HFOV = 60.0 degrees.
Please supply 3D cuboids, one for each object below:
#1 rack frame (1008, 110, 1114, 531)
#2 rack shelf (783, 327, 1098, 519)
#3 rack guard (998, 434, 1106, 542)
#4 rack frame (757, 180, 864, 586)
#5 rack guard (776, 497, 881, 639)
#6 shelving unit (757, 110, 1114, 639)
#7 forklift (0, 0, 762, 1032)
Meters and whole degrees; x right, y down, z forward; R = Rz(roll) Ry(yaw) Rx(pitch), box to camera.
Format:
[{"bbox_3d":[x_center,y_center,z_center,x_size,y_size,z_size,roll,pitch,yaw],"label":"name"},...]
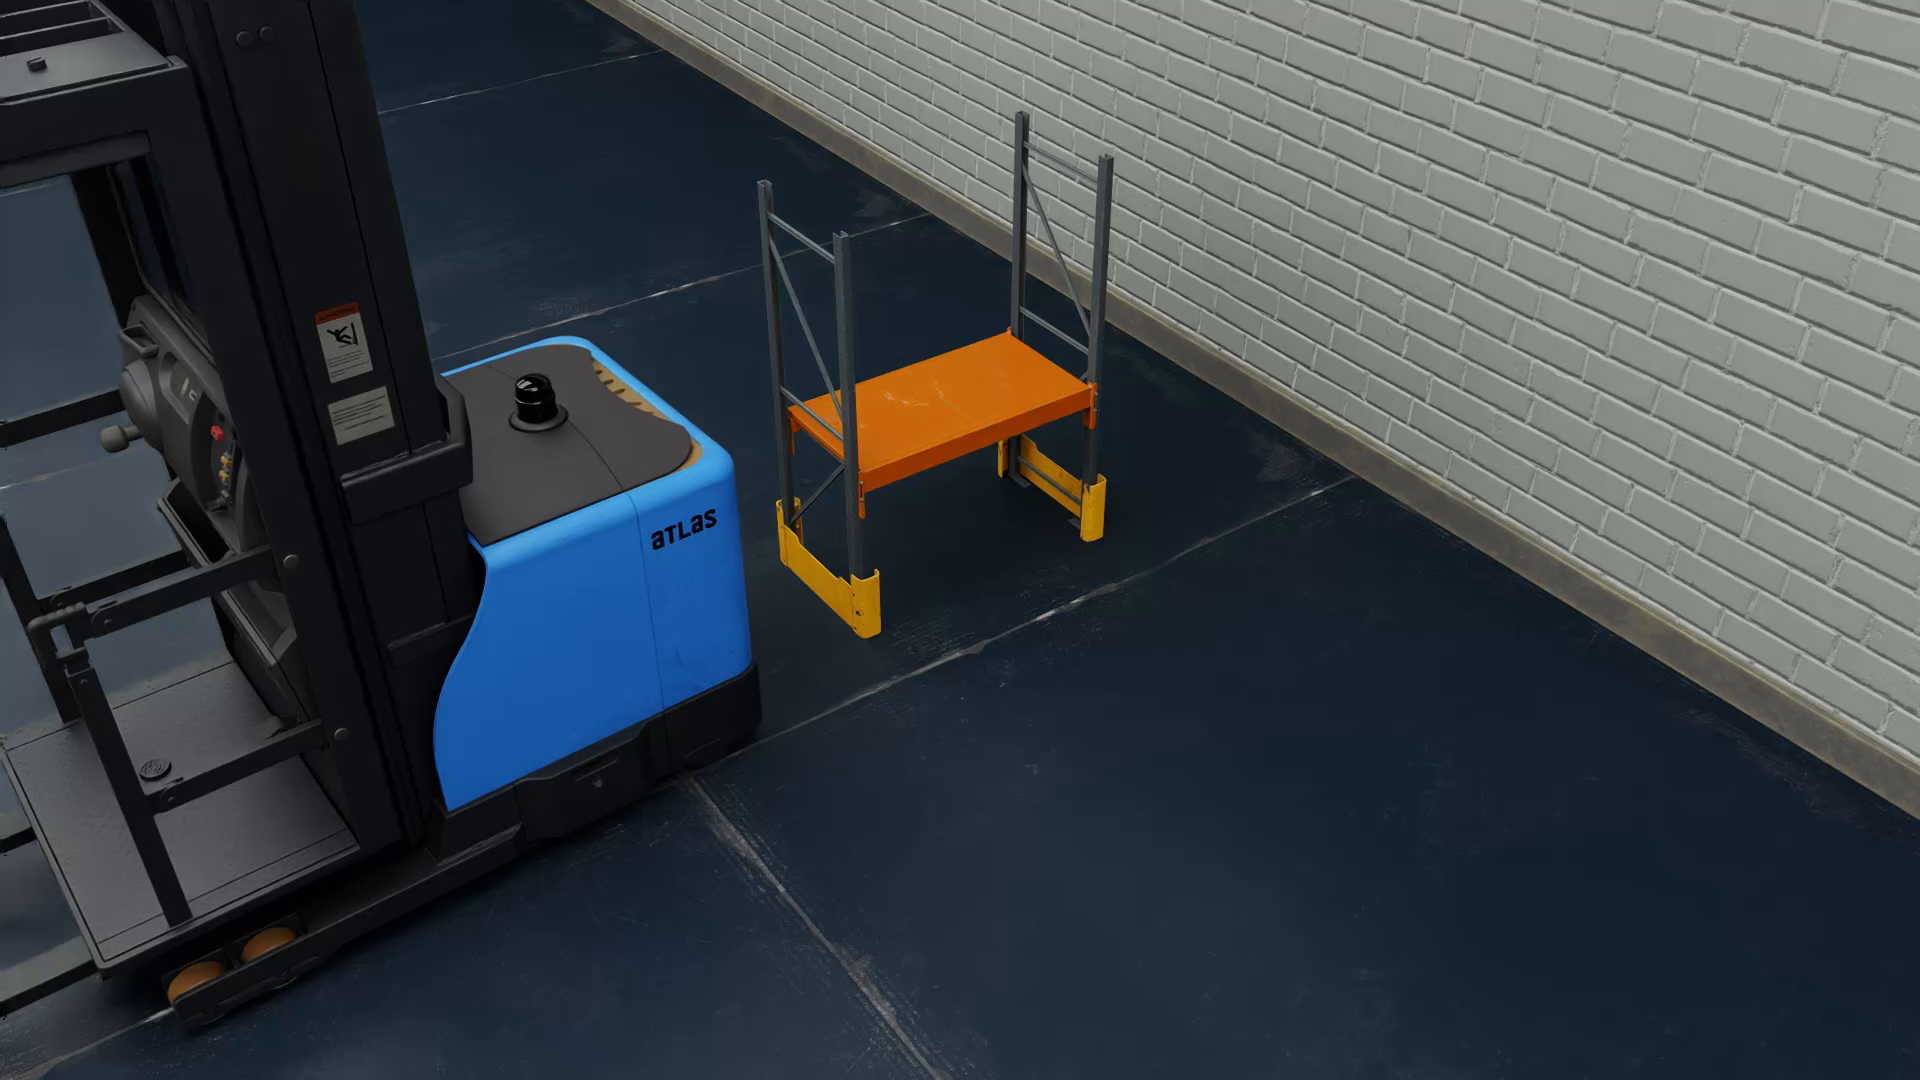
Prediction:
[{"bbox_3d":[0.346,-0.751,6.010,0.032,1.500,0.500,-22,41,-28],"label":"rack frame"},{"bbox_3d":[-0.070,-0.434,5.877,1.000,0.185,0.538,-22,41,-28],"label":"rack shelf"},{"bbox_3d":[0.345,-0.243,6.374,0.087,0.250,0.587,-22,41,-28],"label":"rack guard"},{"bbox_3d":[-0.485,-0.409,5.534,0.032,1.500,0.500,-22,41,-28],"label":"rack frame"},{"bbox_3d":[-0.469,0.092,5.908,0.087,0.250,0.587,-22,41,-28],"label":"rack guard"},{"bbox_3d":[-0.062,-0.583,5.776,1.083,1.500,0.587,-22,41,-28],"label":"shelving unit"},{"bbox_3d":[-2.106,-0.245,4.081,3.031,2.935,1.130,-25,42,-30],"label":"forklift"}]
